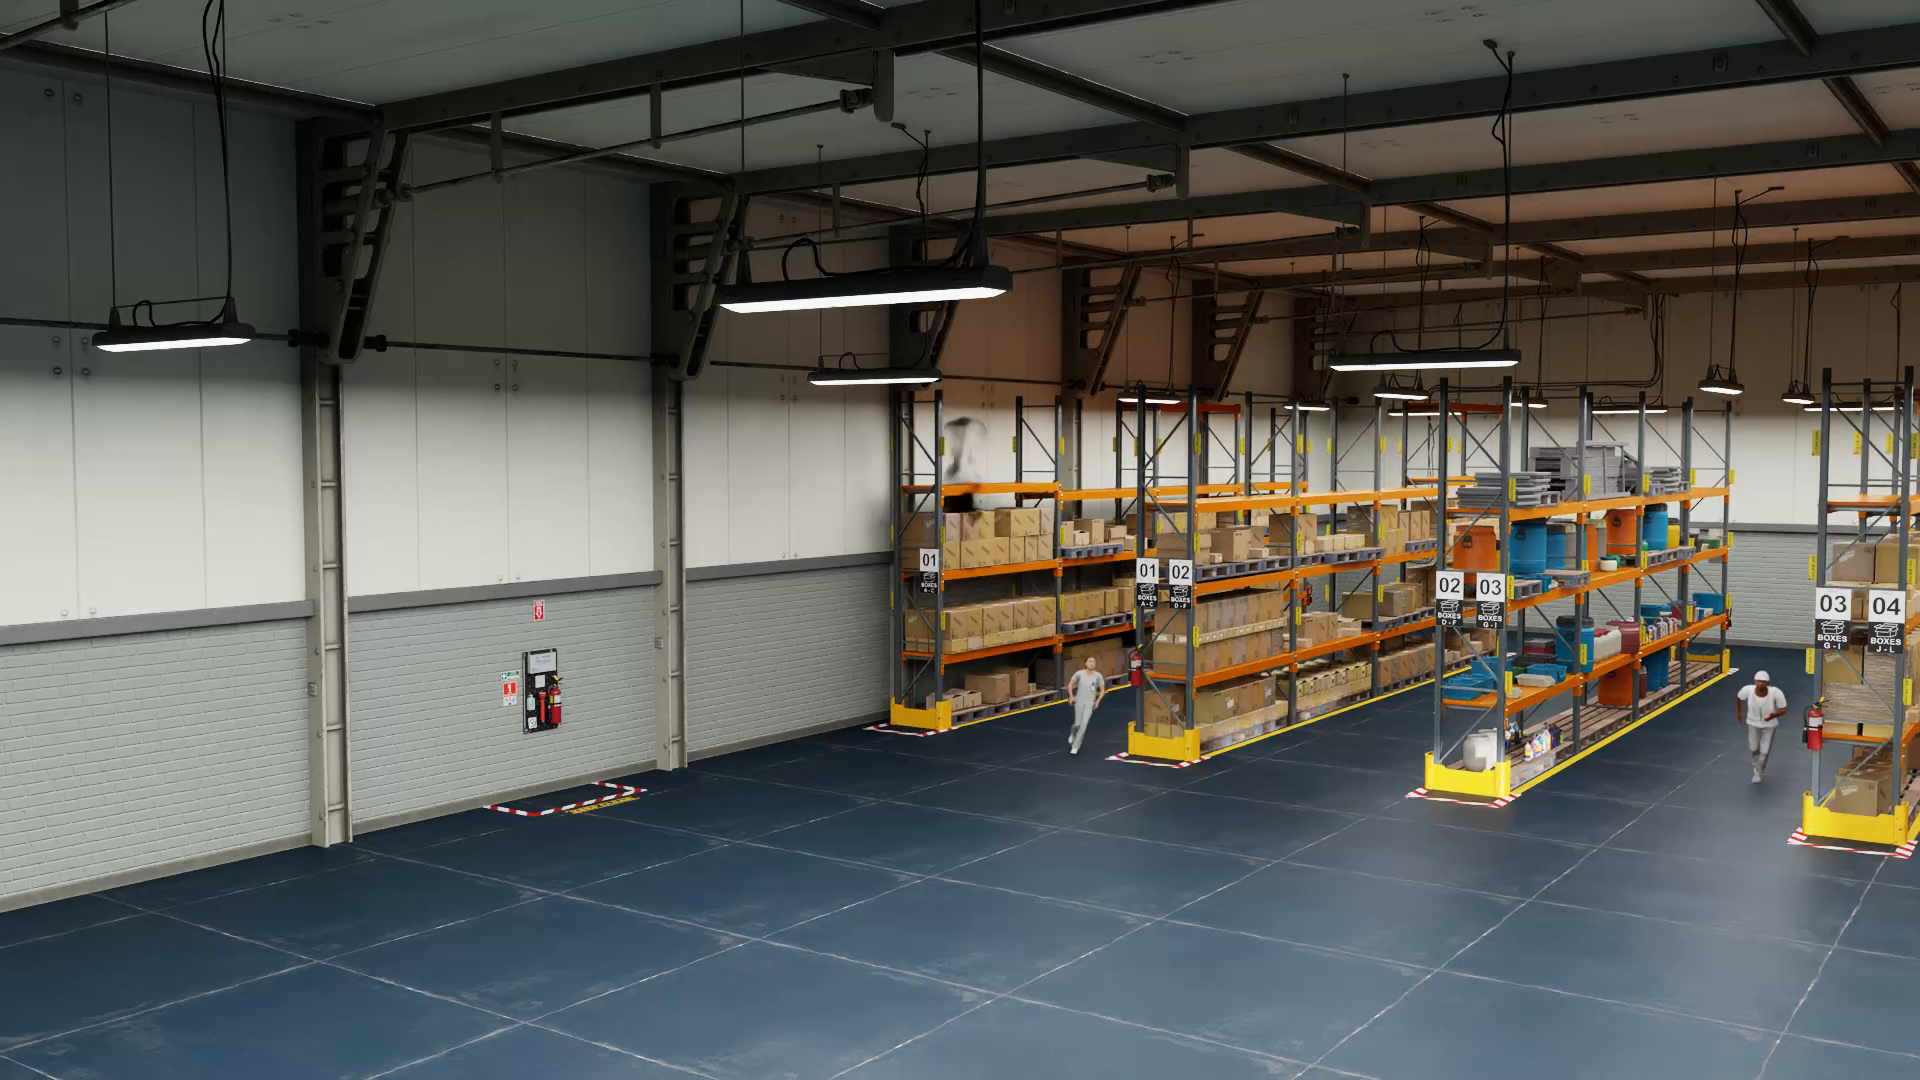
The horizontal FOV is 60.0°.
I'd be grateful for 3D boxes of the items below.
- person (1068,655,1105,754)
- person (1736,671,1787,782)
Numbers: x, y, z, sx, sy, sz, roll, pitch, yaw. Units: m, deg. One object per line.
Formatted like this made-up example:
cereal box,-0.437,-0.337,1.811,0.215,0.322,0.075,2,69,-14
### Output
person,2.078,2.677,27.175,0.593,1.583,0.545,0,3,0
person,11.937,2.778,24.792,0.690,1.684,0.735,2,4,27
